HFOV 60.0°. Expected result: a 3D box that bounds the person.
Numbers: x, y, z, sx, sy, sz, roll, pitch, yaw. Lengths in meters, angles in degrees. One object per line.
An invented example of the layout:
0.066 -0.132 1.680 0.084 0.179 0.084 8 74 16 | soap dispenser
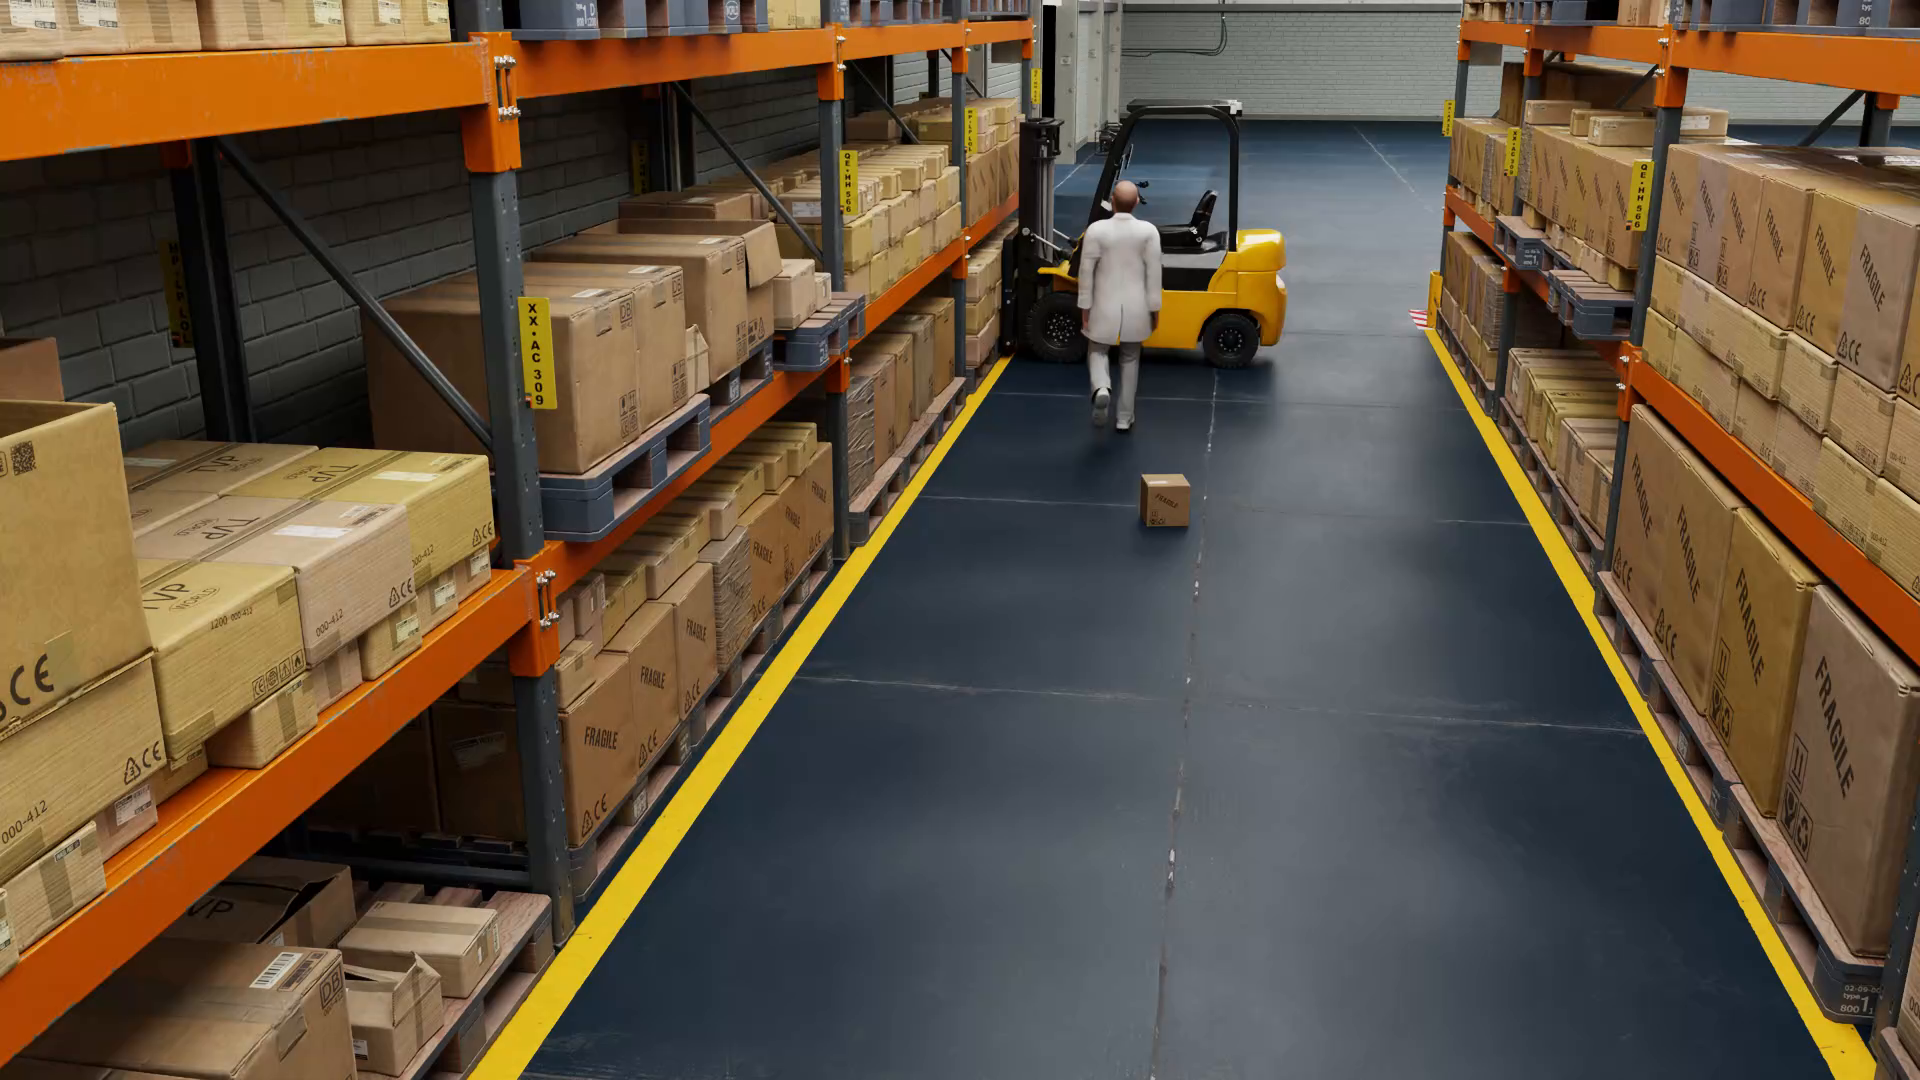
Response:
1.118 -1.630 11.654 0.594 1.757 0.717 2 18 5 | person
